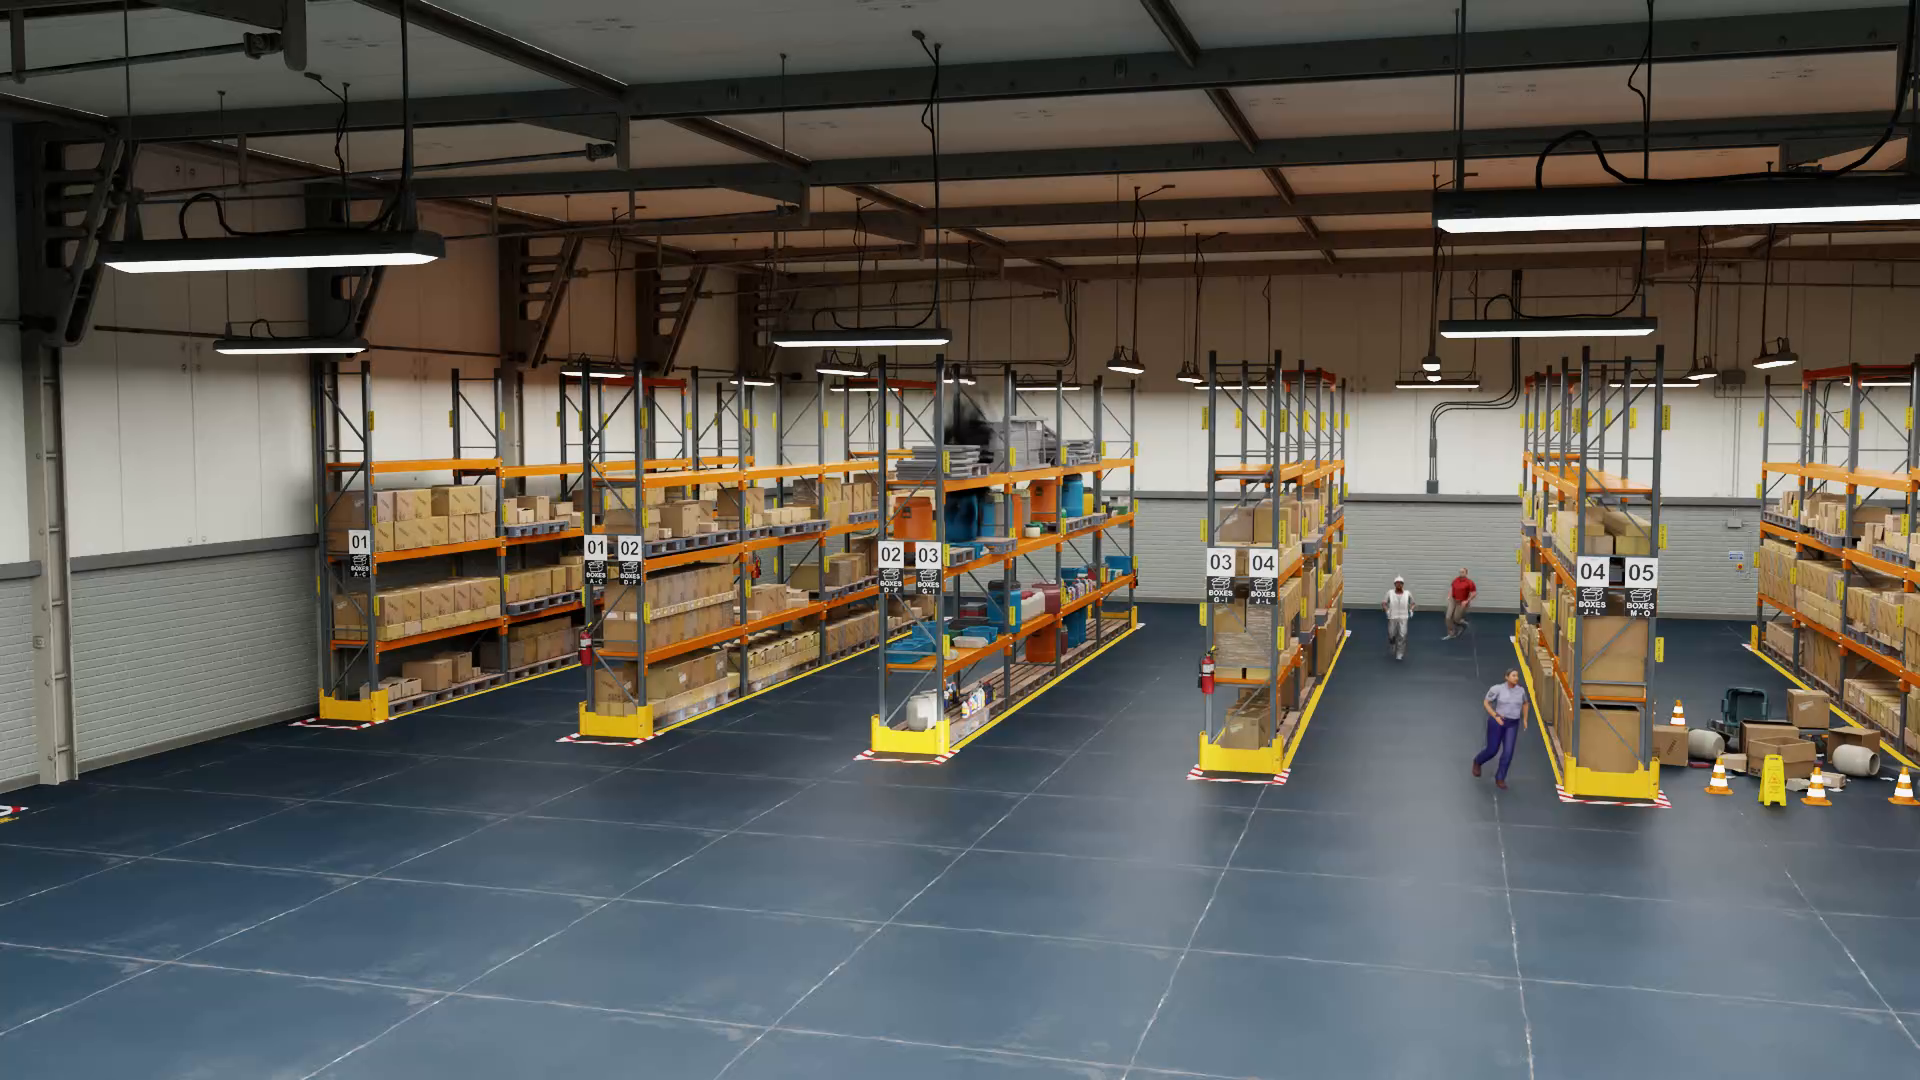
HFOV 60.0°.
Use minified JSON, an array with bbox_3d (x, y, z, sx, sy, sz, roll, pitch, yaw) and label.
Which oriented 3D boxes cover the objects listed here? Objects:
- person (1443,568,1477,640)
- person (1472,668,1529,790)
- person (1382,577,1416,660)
[{"bbox_3d":[11.489,1.468,38.076,0.578,1.677,0.708,-3,5,-35],"label":"person"},{"bbox_3d":[7.526,2.566,22.957,0.698,1.624,0.742,0,4,-5],"label":"person"},{"bbox_3d":[9.218,1.641,34.930,0.681,1.731,0.624,1,4,12],"label":"person"}]
